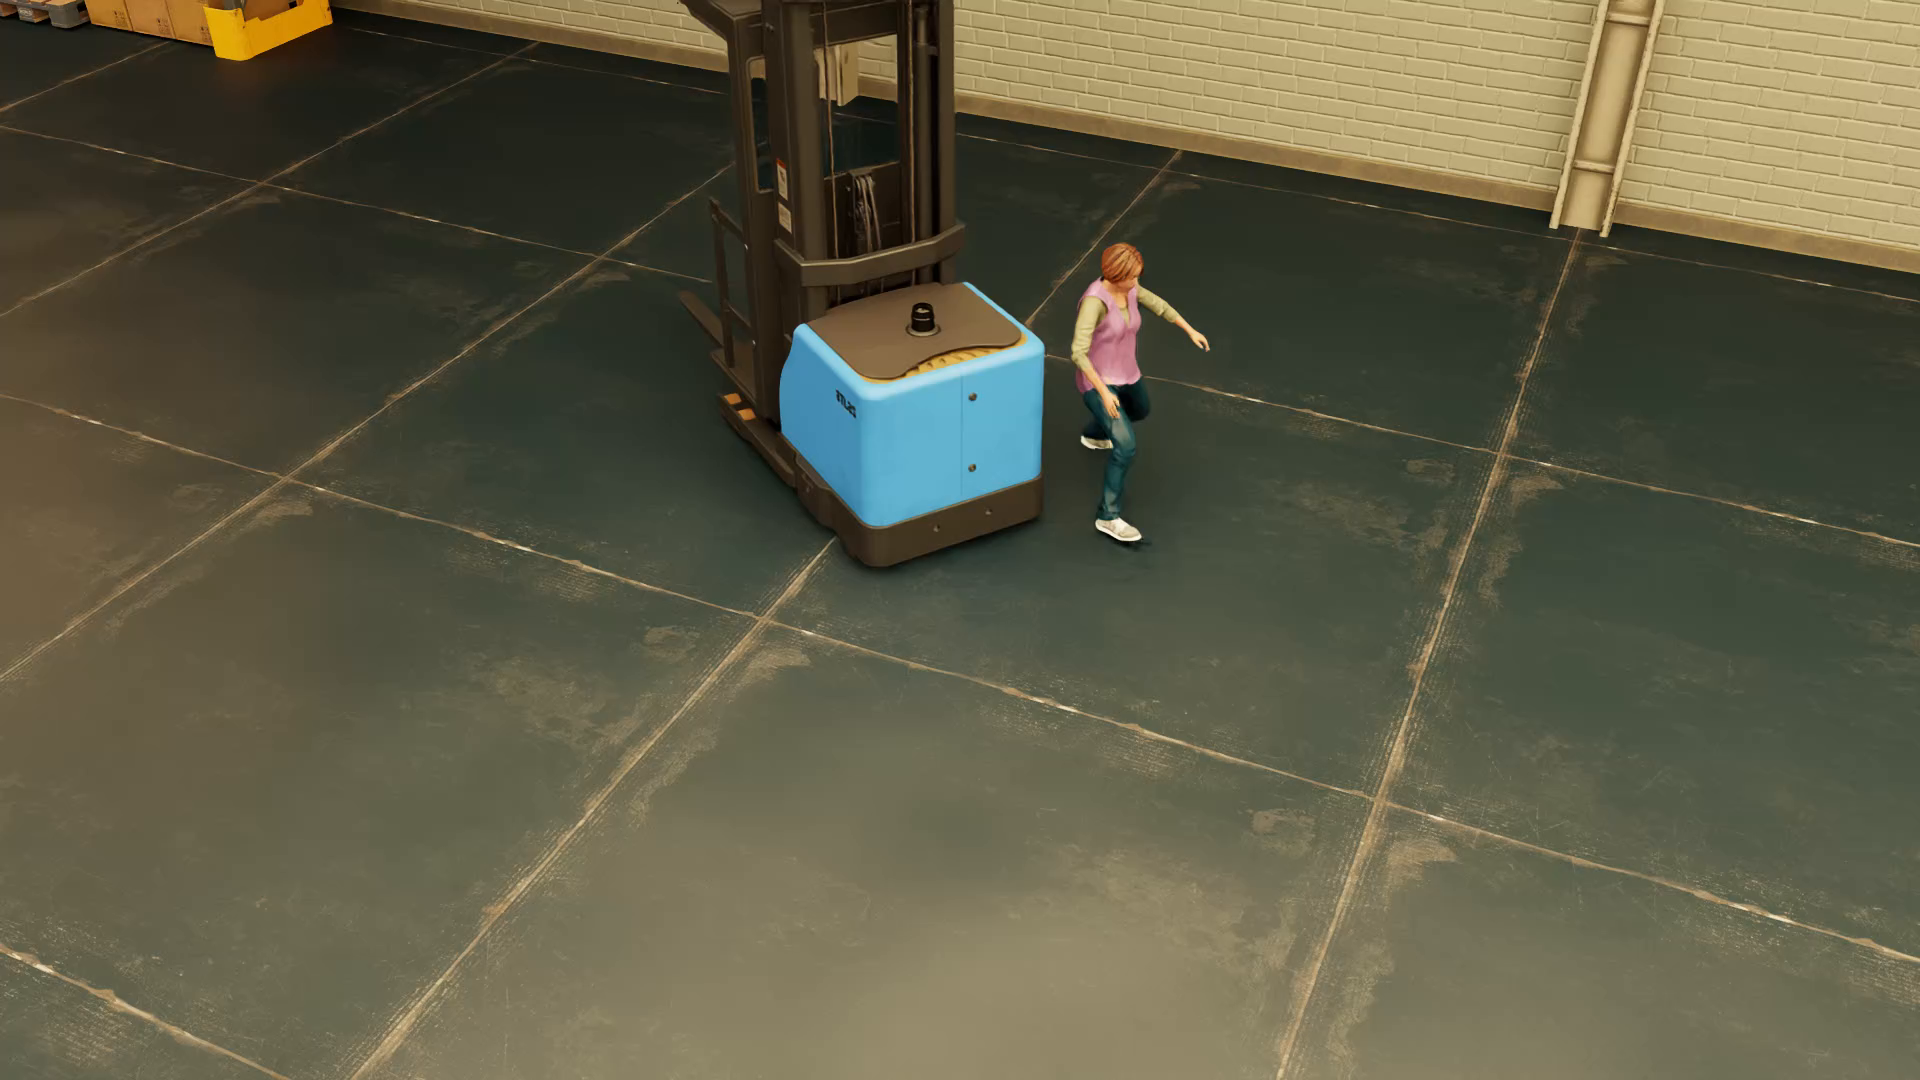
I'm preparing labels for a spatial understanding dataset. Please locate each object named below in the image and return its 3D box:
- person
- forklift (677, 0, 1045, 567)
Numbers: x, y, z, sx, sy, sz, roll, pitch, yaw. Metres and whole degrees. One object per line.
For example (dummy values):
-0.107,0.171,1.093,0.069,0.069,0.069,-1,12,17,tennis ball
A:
0.851,-0.841,8.608,0.825,1.481,0.872,26,43,32,person
-0.732,-1.890,8.736,1.130,2.935,3.031,-18,39,-24,forklift
